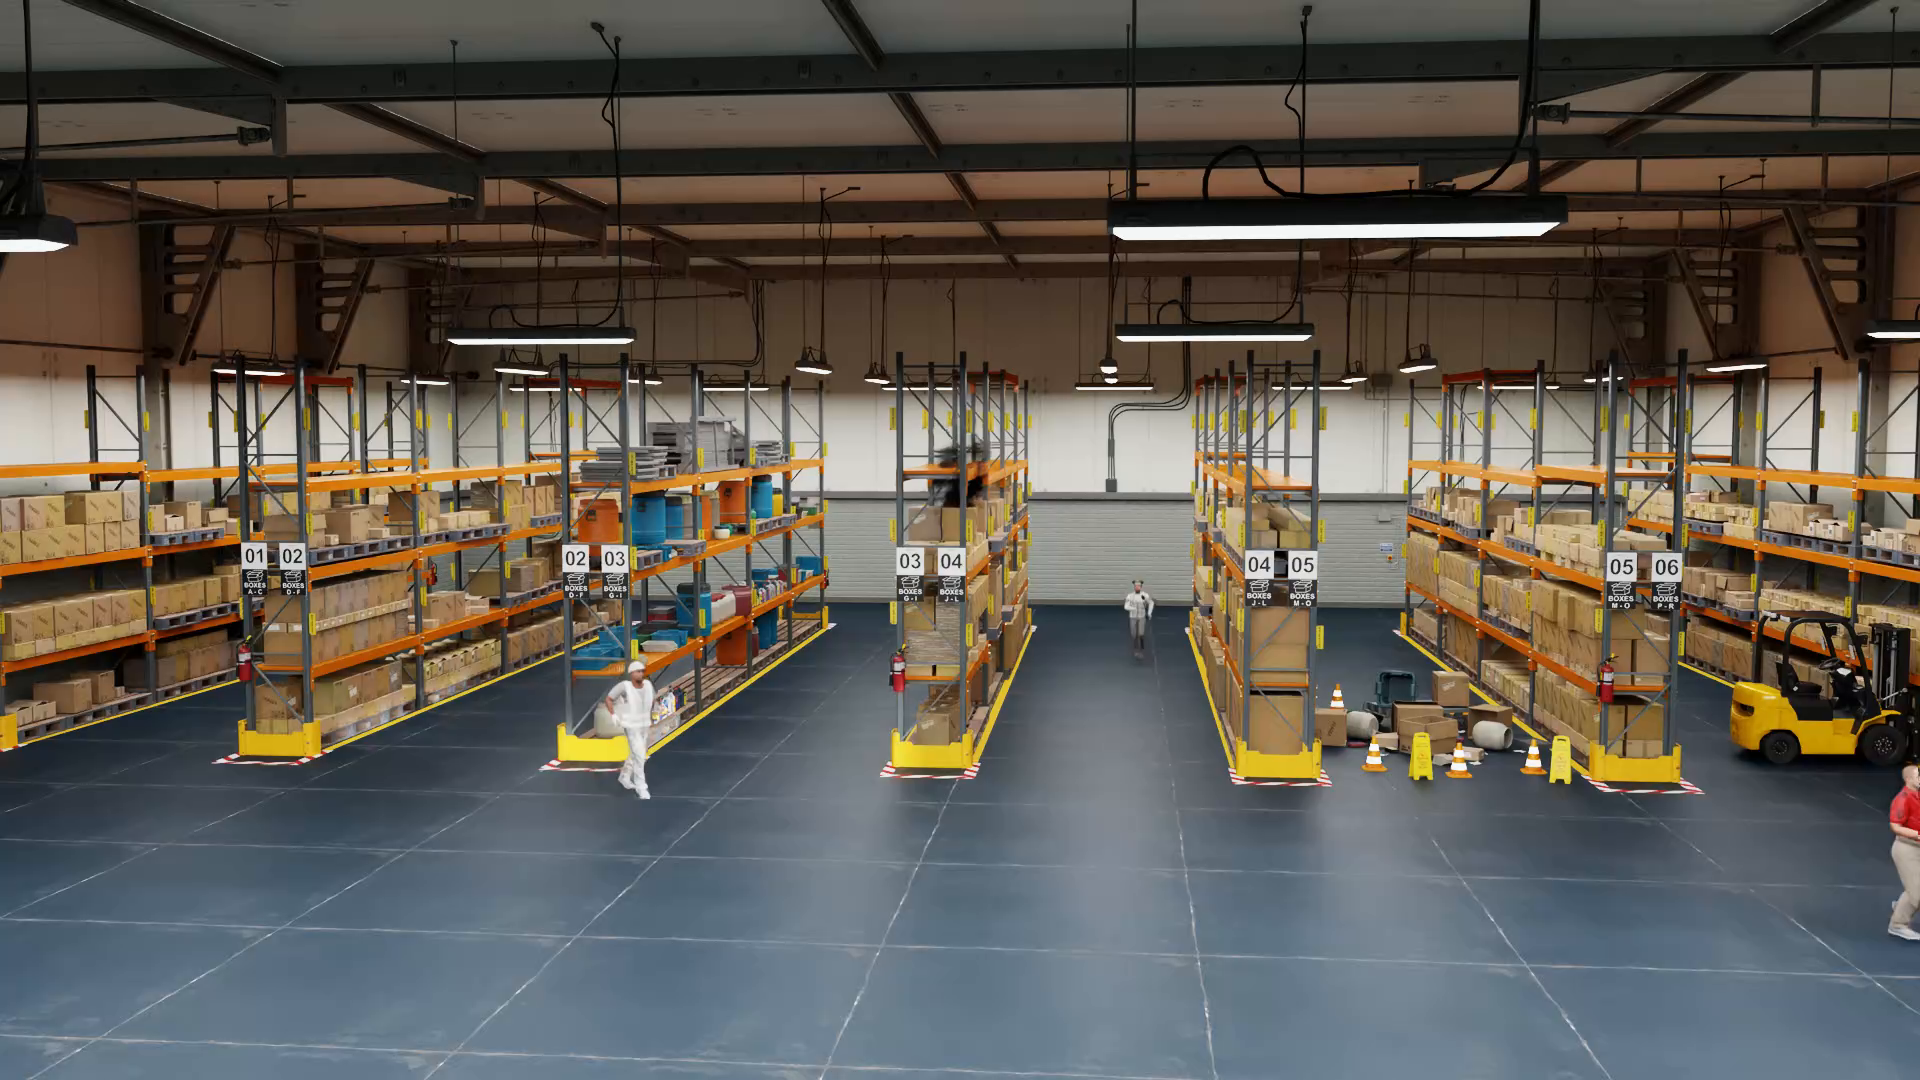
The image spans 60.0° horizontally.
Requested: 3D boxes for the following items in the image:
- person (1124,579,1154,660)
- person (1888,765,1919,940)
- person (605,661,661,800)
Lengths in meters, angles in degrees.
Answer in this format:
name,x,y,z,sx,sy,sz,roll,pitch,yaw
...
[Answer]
name,x,y,z,sx,sy,sz,roll,pitch,yaw
person,3.755,1.674,35.001,0.580,1.698,0.682,1,4,14
person,9.256,3.015,16.005,0.651,1.680,0.599,-3,5,-35
person,-4.347,2.530,22.311,0.798,1.832,0.667,3,5,39
